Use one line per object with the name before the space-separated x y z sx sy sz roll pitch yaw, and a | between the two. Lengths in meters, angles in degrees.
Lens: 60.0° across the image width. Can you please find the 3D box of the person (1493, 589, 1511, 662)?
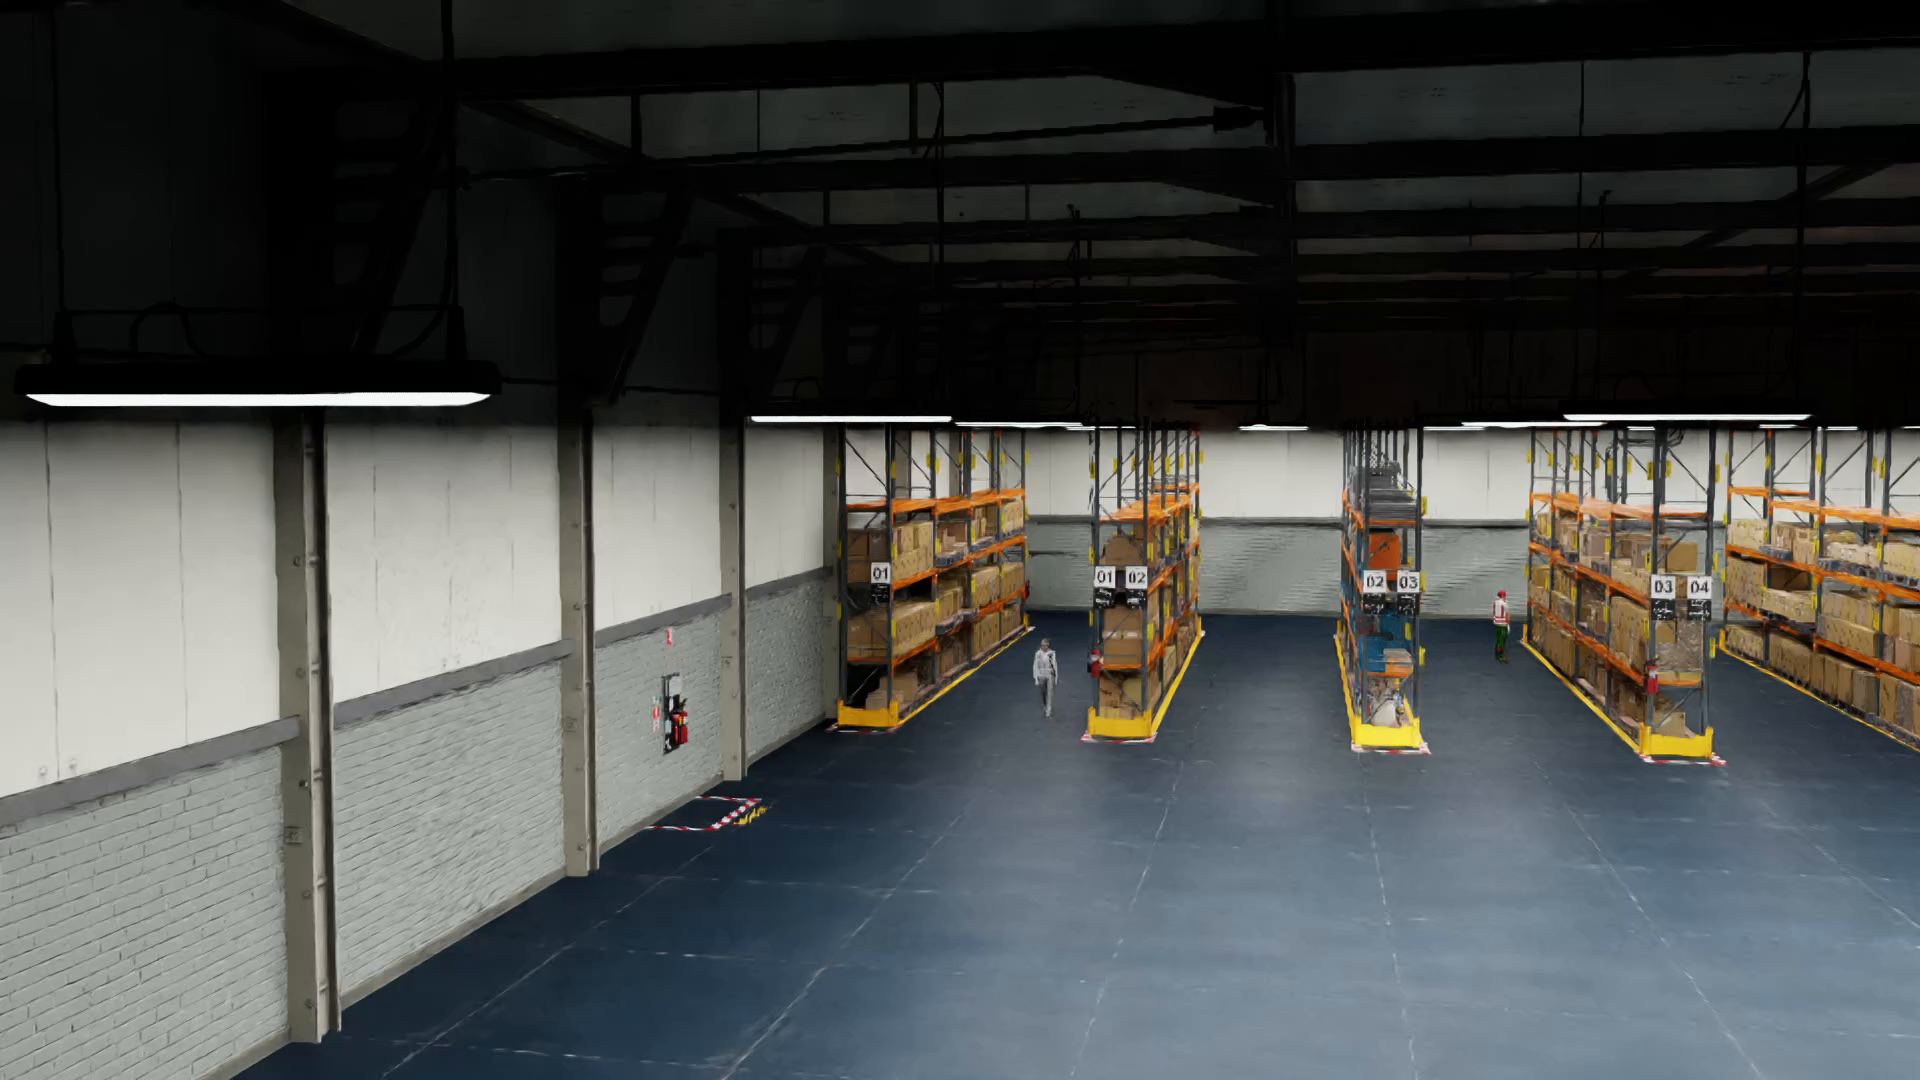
person | 13.551 2.118 41.494 0.443 1.787 0.600 -1 4 -19

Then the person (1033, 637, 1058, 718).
person | 1.712 2.735 33.490 0.495 1.589 1.086 1 4 14
